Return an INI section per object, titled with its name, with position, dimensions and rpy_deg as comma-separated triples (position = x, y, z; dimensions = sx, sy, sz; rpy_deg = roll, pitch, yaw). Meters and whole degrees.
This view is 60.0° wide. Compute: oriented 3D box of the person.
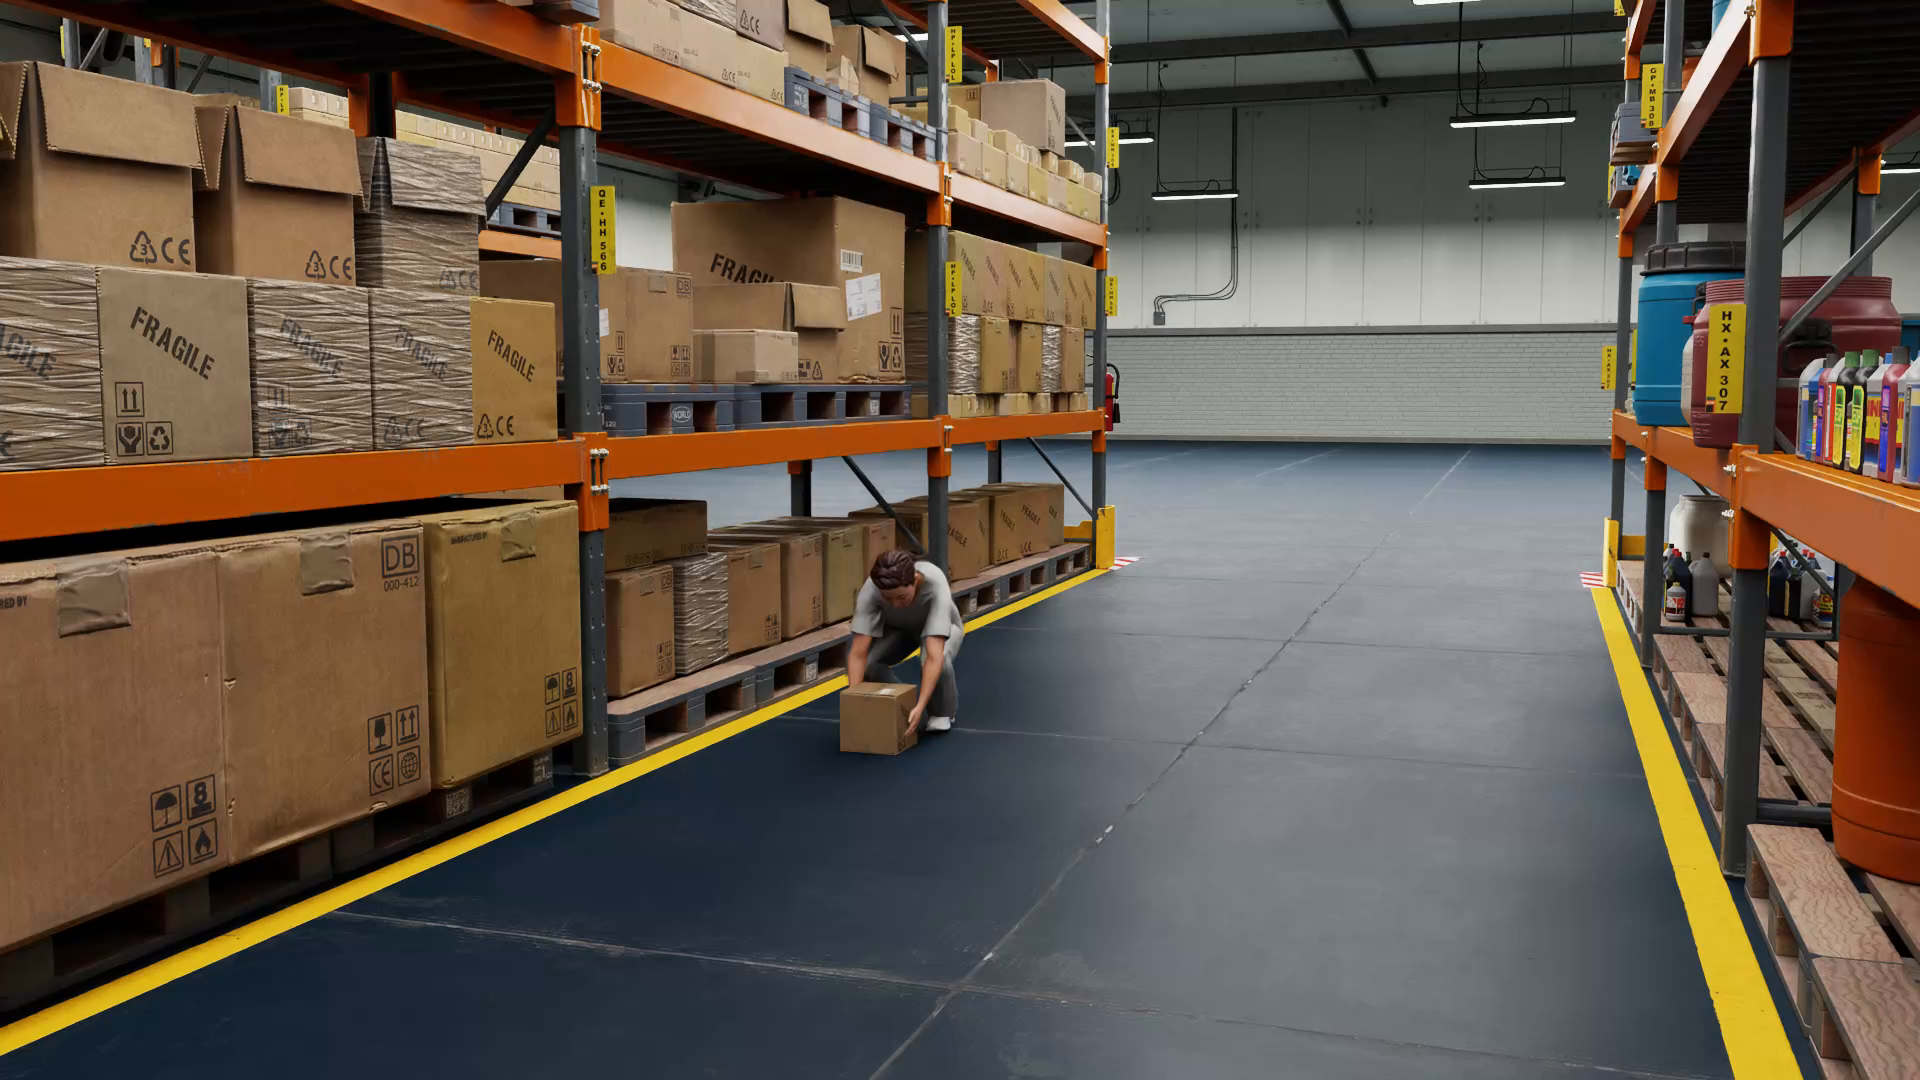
[person]
position = -0.224, 0.432, 7.208
dimensions = 0.483, 0.819, 0.801
rpy_deg = 2, 6, 19
